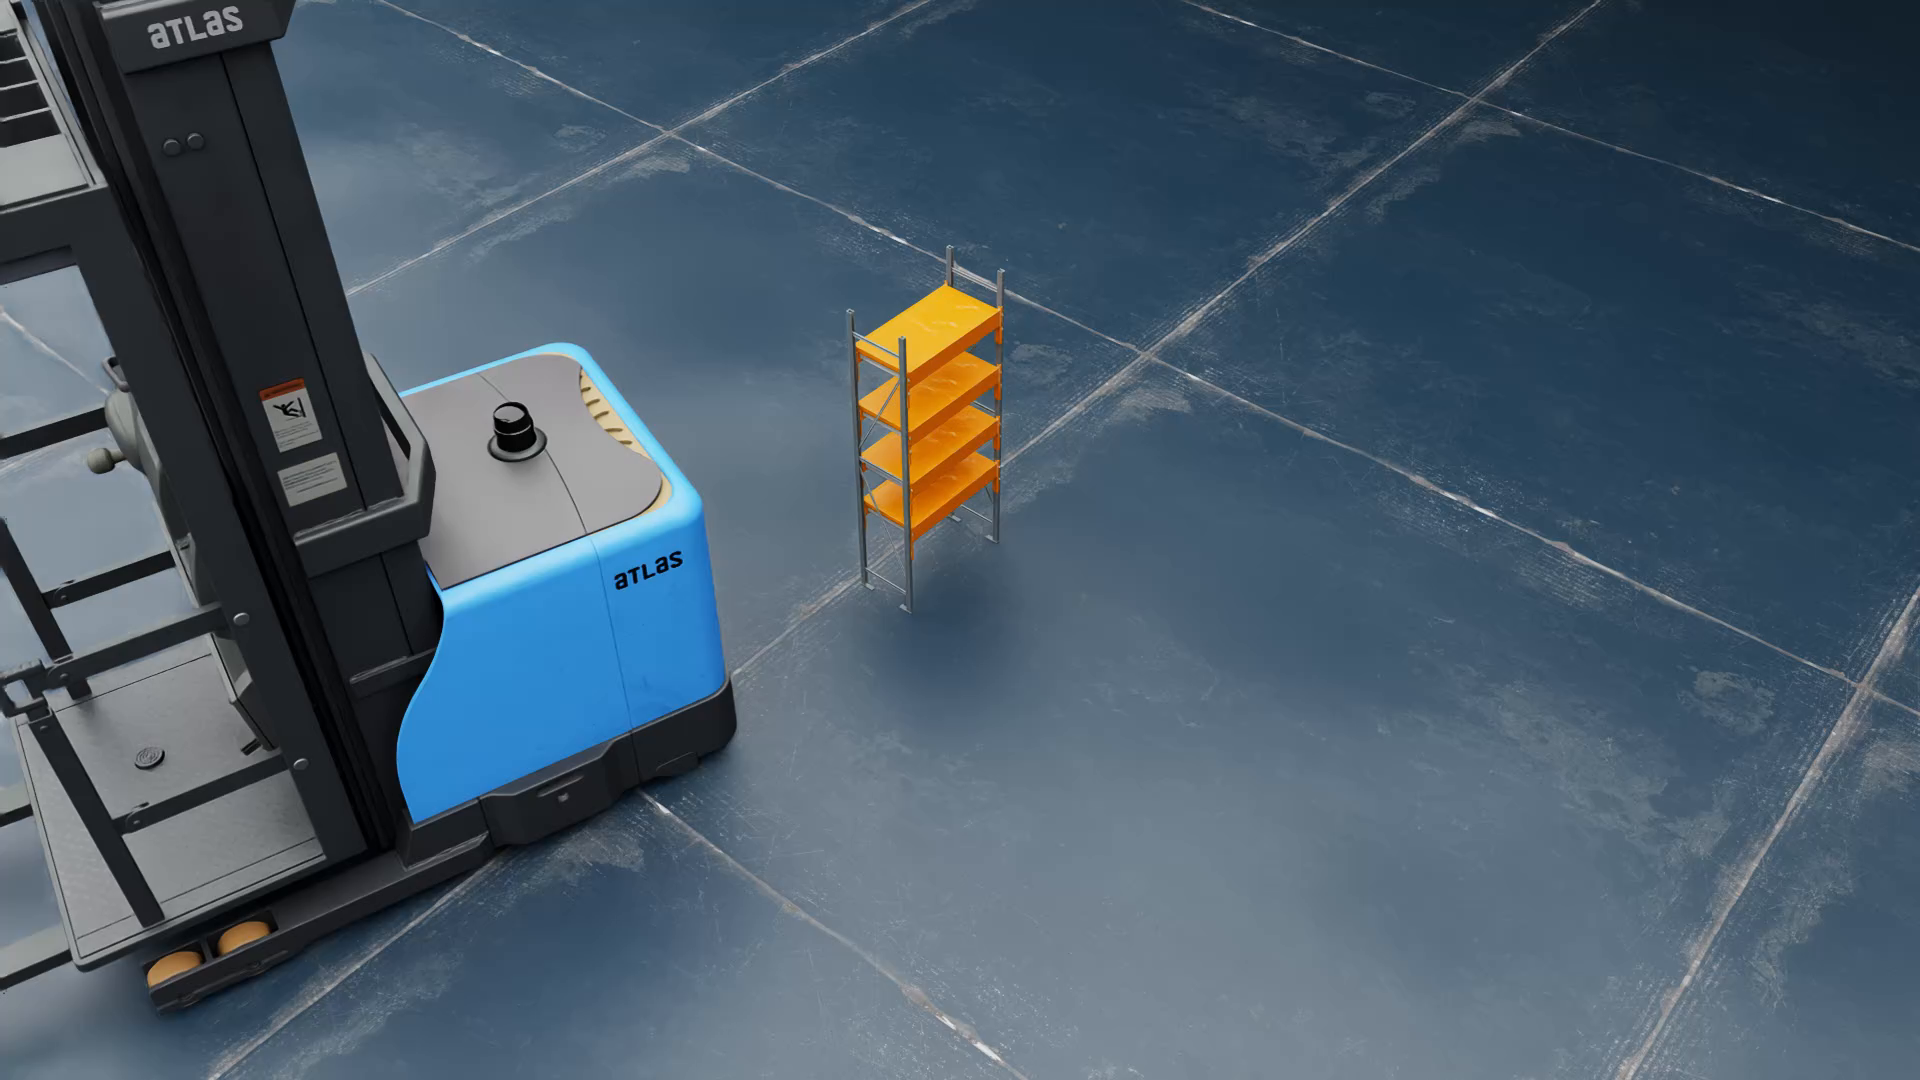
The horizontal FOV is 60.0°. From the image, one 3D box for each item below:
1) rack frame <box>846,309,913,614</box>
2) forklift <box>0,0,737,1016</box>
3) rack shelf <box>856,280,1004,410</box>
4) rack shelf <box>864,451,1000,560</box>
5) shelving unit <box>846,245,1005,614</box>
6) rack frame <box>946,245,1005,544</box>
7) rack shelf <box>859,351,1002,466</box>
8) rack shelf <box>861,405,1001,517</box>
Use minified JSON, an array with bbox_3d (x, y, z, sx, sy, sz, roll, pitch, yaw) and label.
[{"bbox_3d":[-0.264,-0.233,5.614,0.240,1.200,0.015,29,50,28],"label":"rack frame"},{"bbox_3d":[-2.255,-0.152,4.238,3.031,2.935,1.130,-23,47,-23],"label":"forklift"},{"bbox_3d":[-0.107,-0.649,5.488,0.258,0.148,0.480,29,50,28],"label":"rack shelf"},{"bbox_3d":[-0.107,-0.162,5.931,0.258,0.148,0.480,29,50,28],"label":"rack shelf"},{"bbox_3d":[-0.107,-0.359,5.753,0.258,1.200,0.503,29,50,28],"label":"shelving unit"},{"bbox_3d":[0.051,-0.484,5.891,0.240,1.200,0.015,29,50,28],"label":"rack frame"},{"bbox_3d":[-0.107,-0.474,5.647,0.258,0.148,0.480,29,50,28],"label":"rack shelf"},{"bbox_3d":[-0.107,-0.309,5.798,0.258,0.148,0.480,29,50,28],"label":"rack shelf"}]
